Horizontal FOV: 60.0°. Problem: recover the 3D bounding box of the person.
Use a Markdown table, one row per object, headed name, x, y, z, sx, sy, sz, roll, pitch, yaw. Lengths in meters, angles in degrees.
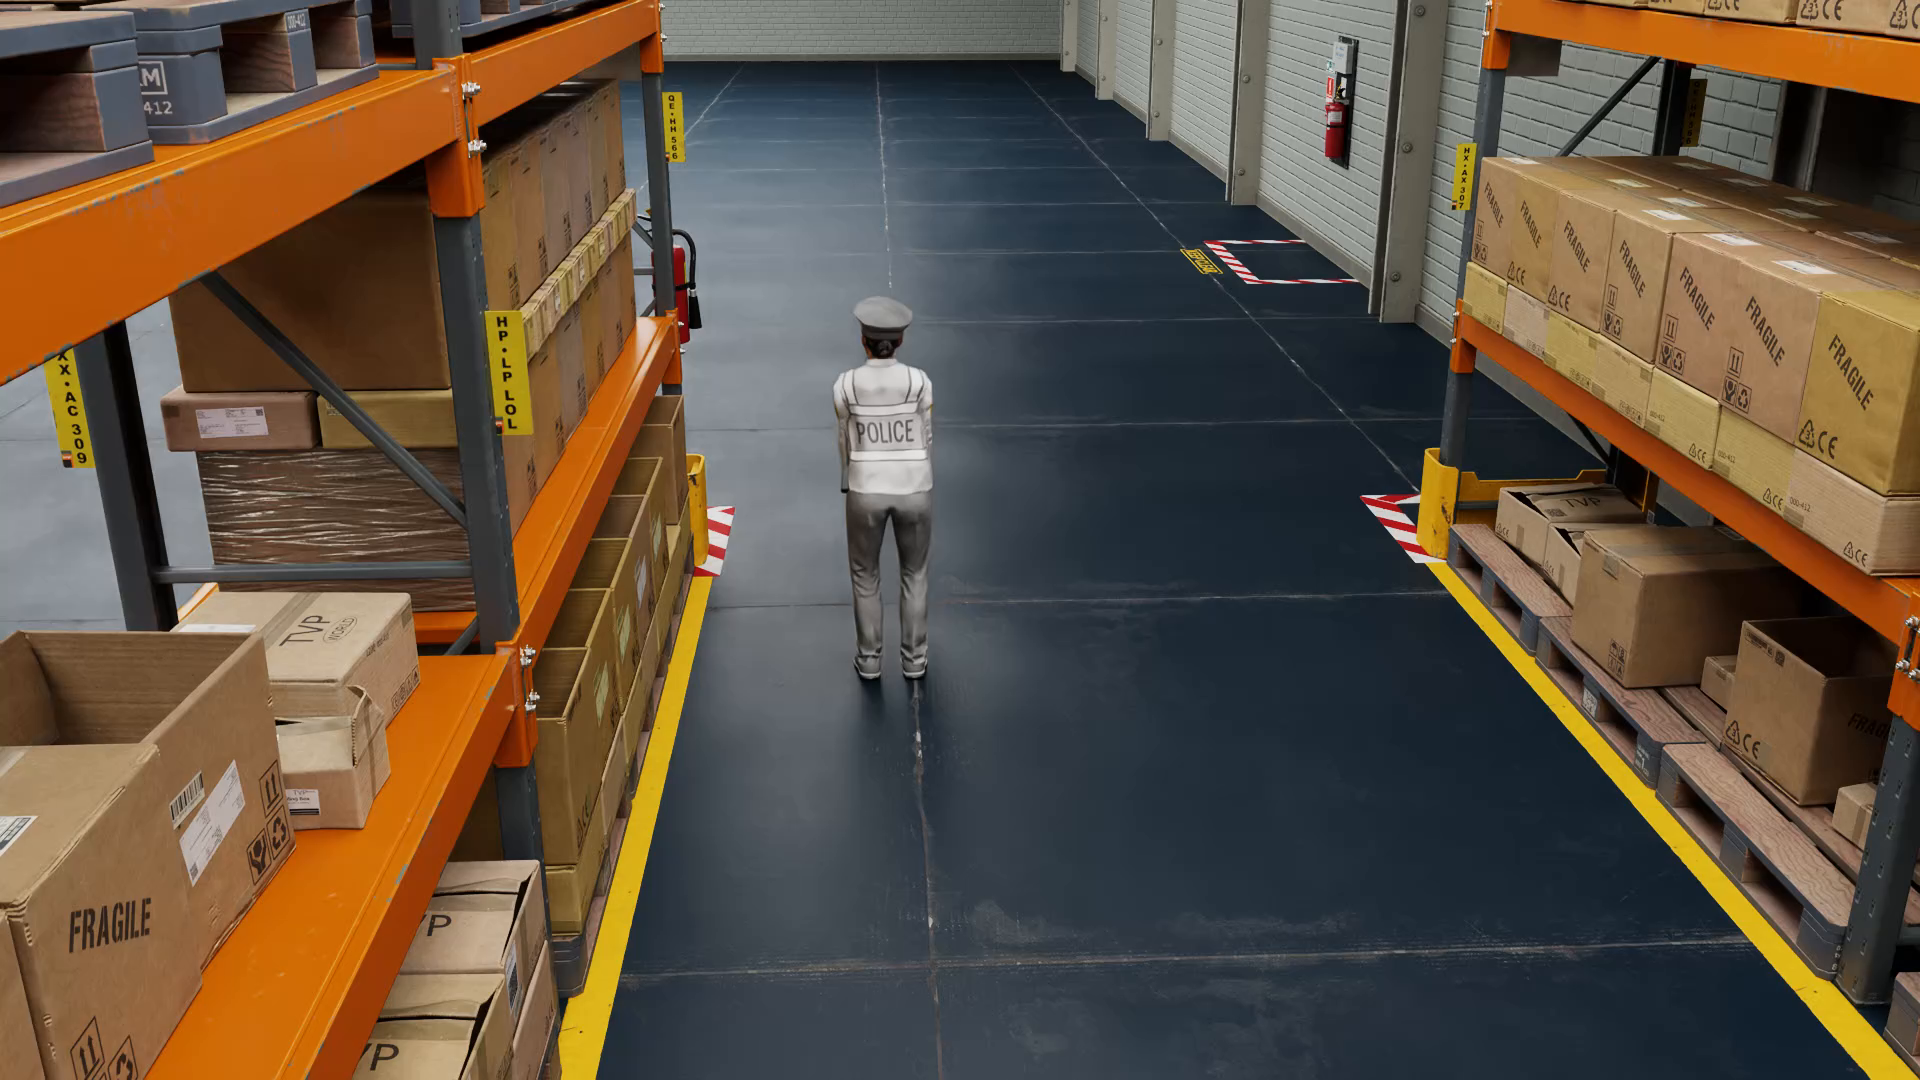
| name | x | y | z | sx | sy | sz | roll | pitch | yaw |
| --- | --- | --- | --- | --- | --- | --- | --- | --- | --- |
| person | -0.322 | -0.210 | 7.134 | 0.416 | 1.677 | 0.535 | -2 | 21 | -4 |
